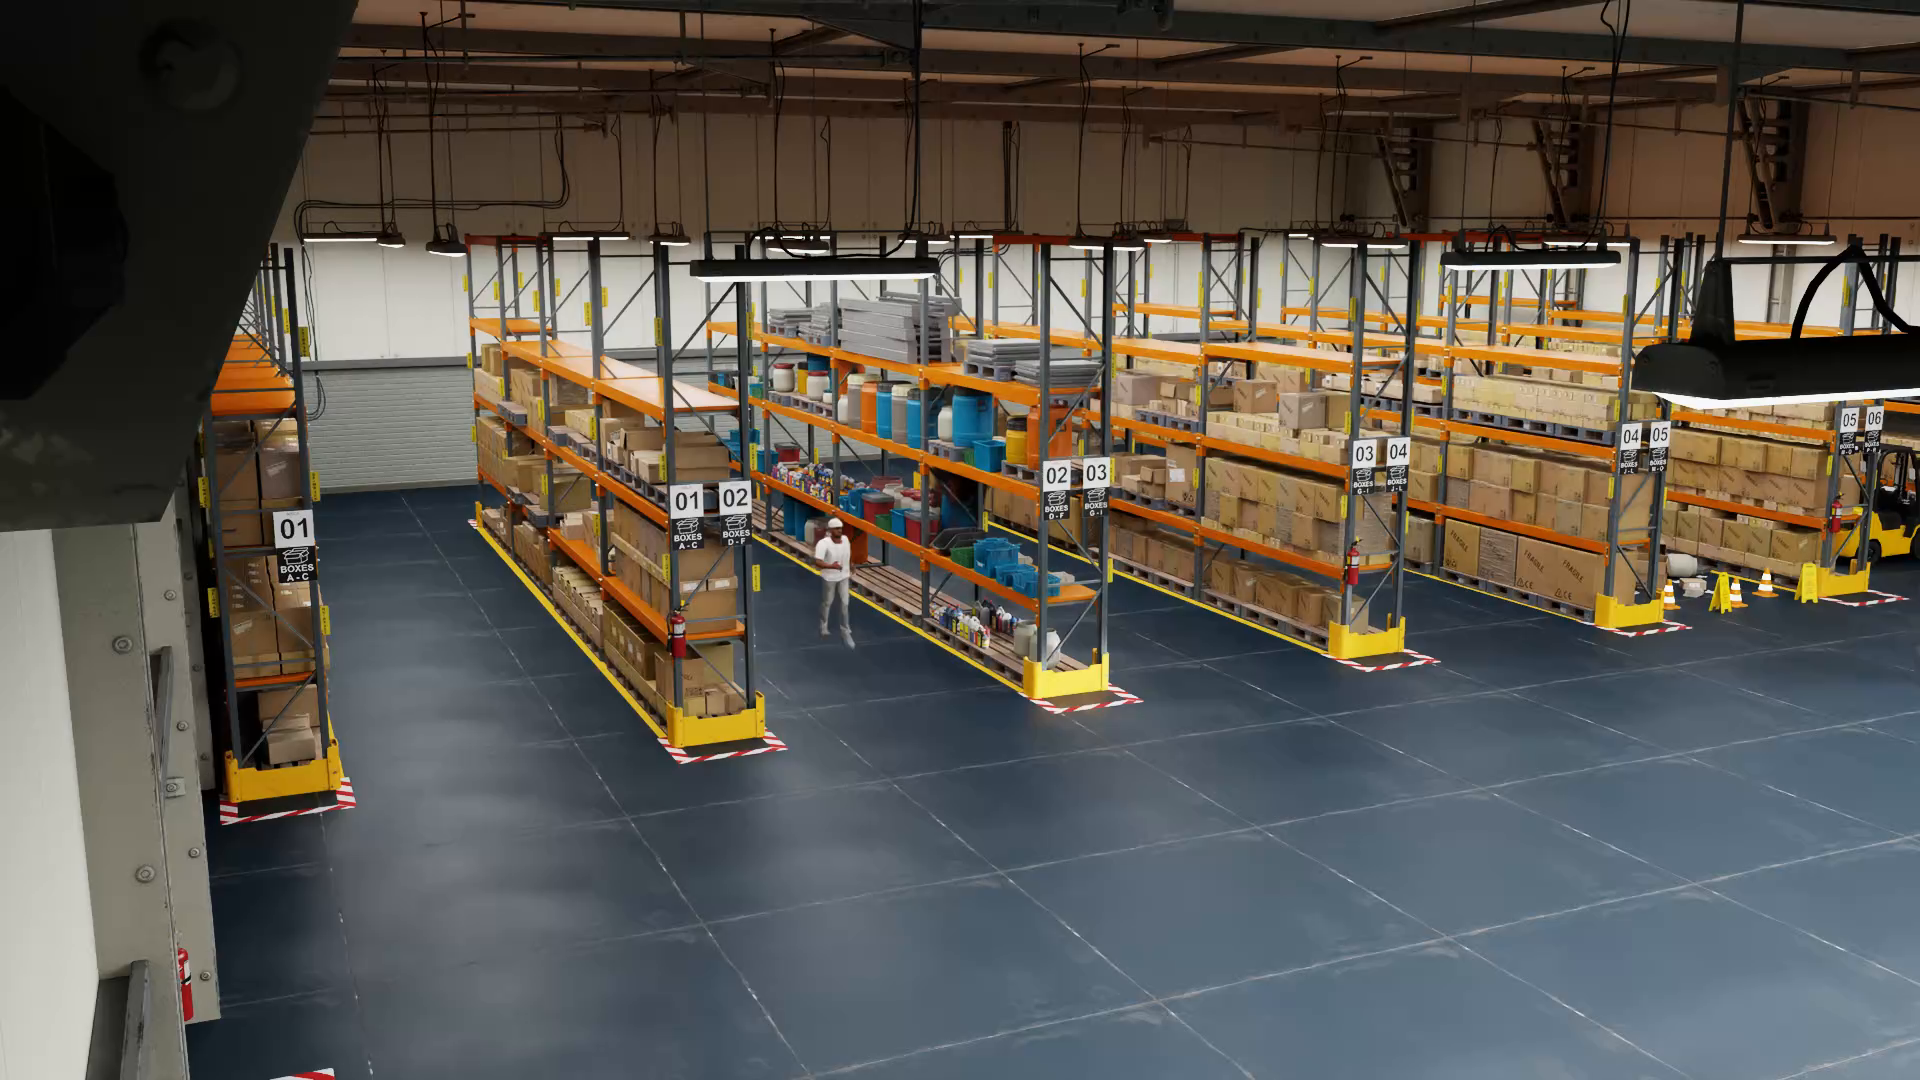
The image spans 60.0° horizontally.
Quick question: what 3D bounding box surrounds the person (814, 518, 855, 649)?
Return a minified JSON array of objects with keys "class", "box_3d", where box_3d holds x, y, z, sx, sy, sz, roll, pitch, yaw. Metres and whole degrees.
[{"class":"person","box_3d":[-1.780,0.610,23.961,0.724,1.888,0.736,-7,13,-33]}]
